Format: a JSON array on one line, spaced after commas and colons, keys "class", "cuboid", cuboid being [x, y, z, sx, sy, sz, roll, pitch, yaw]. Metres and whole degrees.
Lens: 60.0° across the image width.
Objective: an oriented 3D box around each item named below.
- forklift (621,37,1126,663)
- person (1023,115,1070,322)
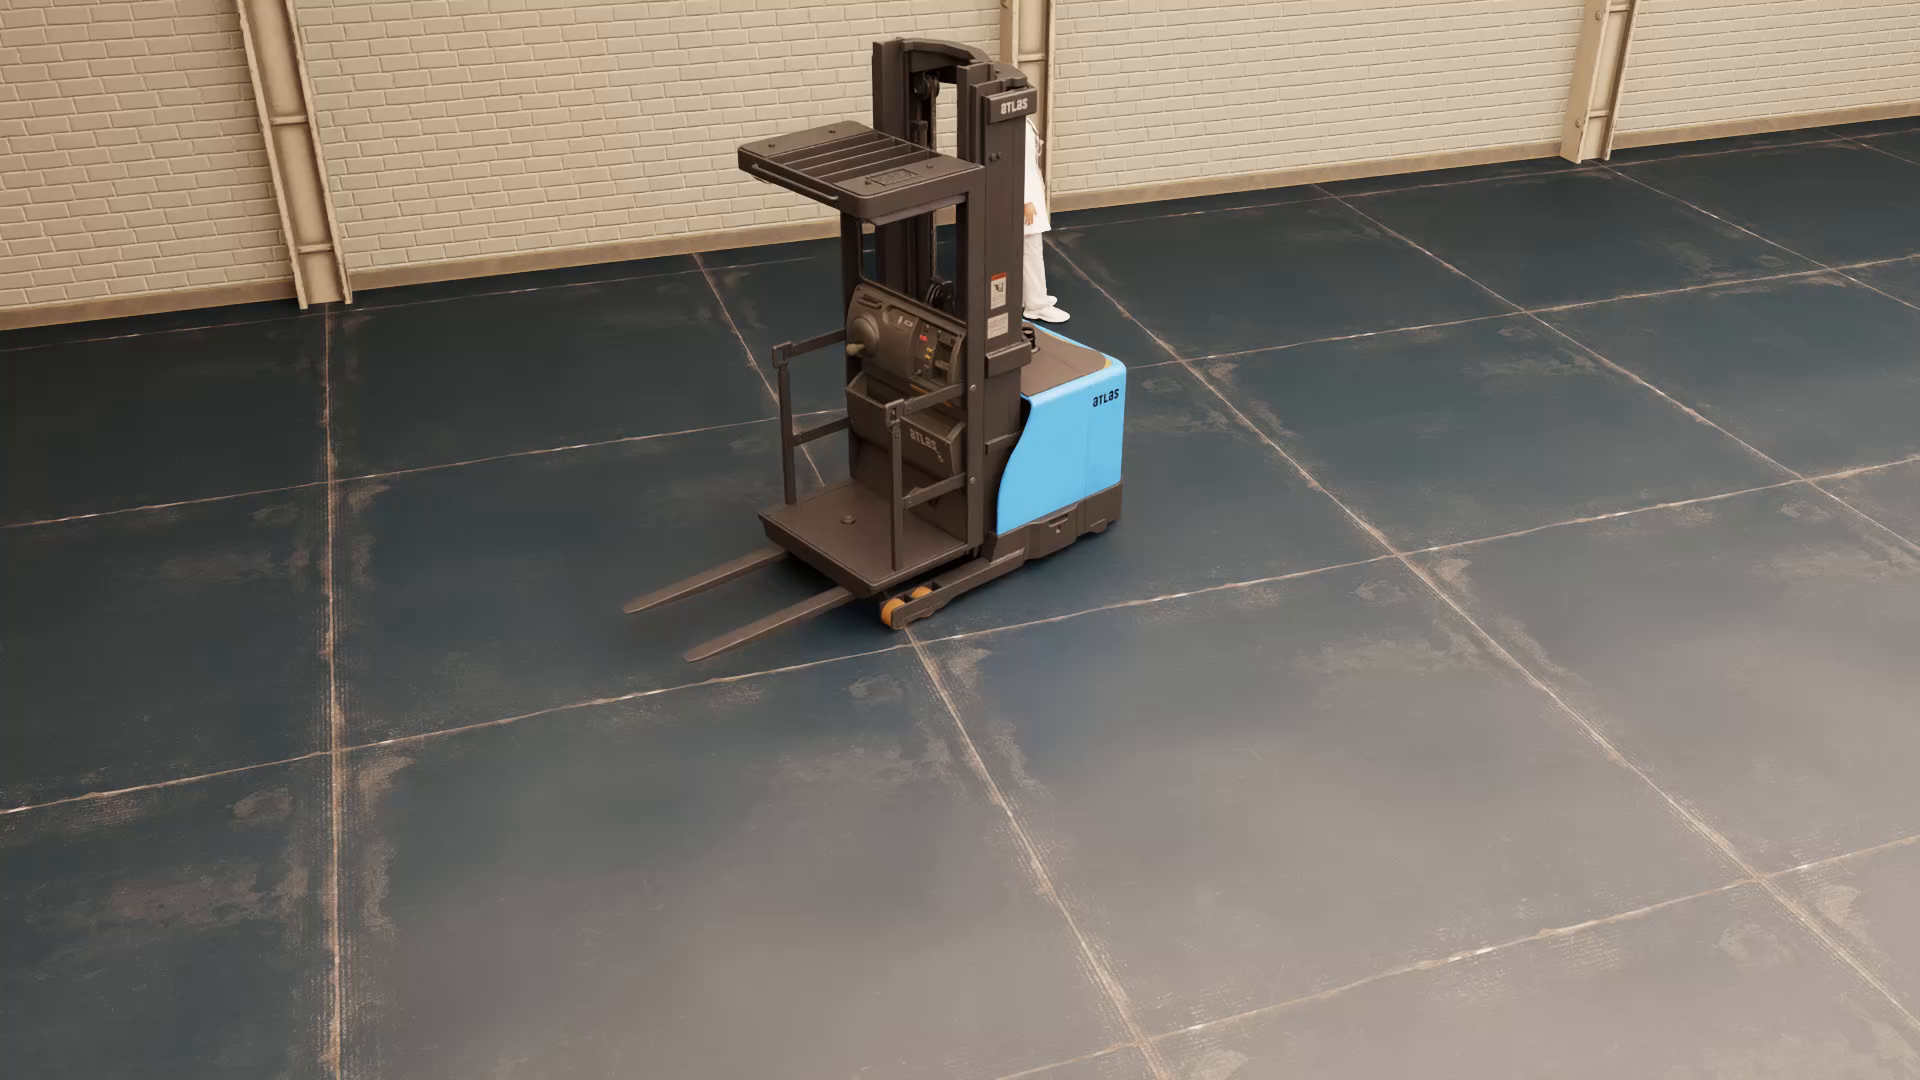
[{"class": "forklift", "cuboid": [-0.461, -1.072, 8.951, 3.031, 2.935, 1.130, -23, 37, -34]}, {"class": "person", "cuboid": [0.593, -2.623, 12.787, 0.583, 1.776, 0.695, 3, 30, 5]}]
